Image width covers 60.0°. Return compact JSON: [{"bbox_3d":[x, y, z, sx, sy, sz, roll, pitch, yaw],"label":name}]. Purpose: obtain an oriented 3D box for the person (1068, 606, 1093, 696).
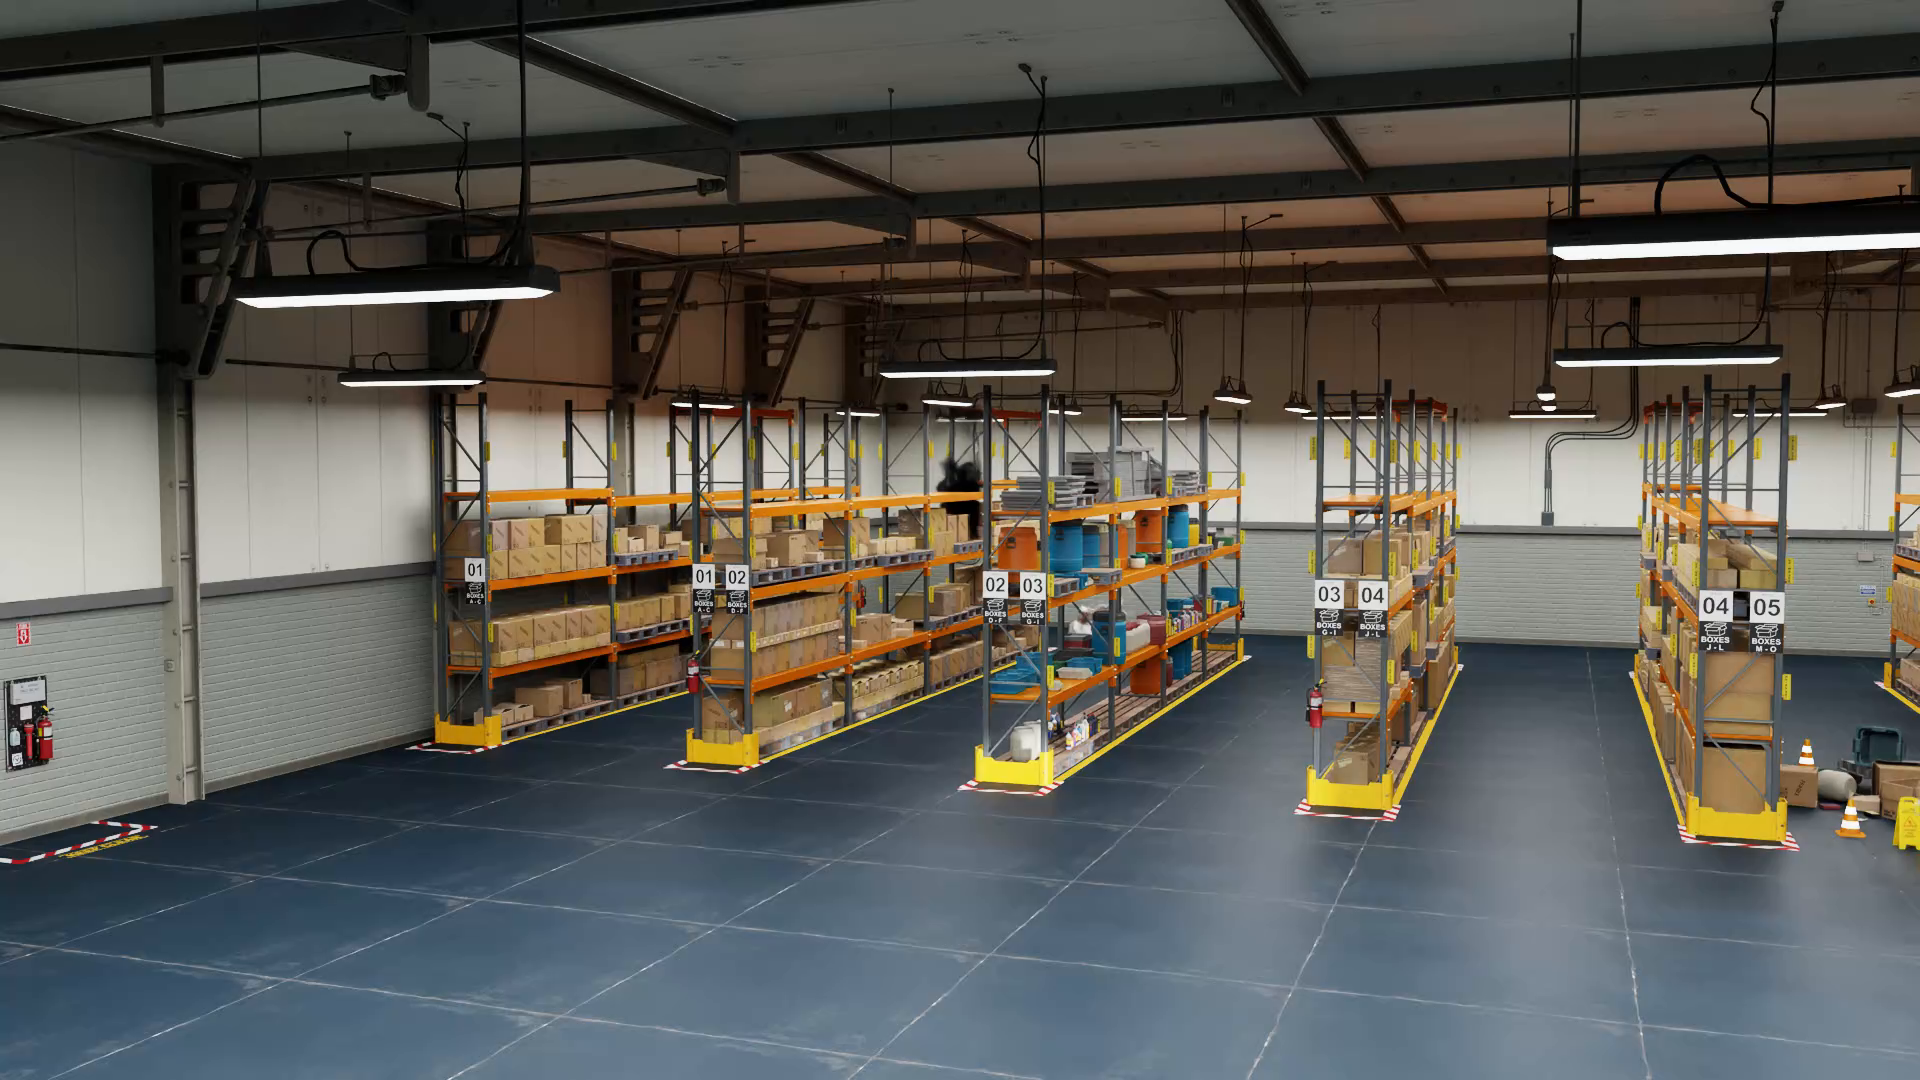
[{"bbox_3d":[2.533,2.276,34.435,0.641,1.820,0.740,1,3,18],"label":"person"}]
